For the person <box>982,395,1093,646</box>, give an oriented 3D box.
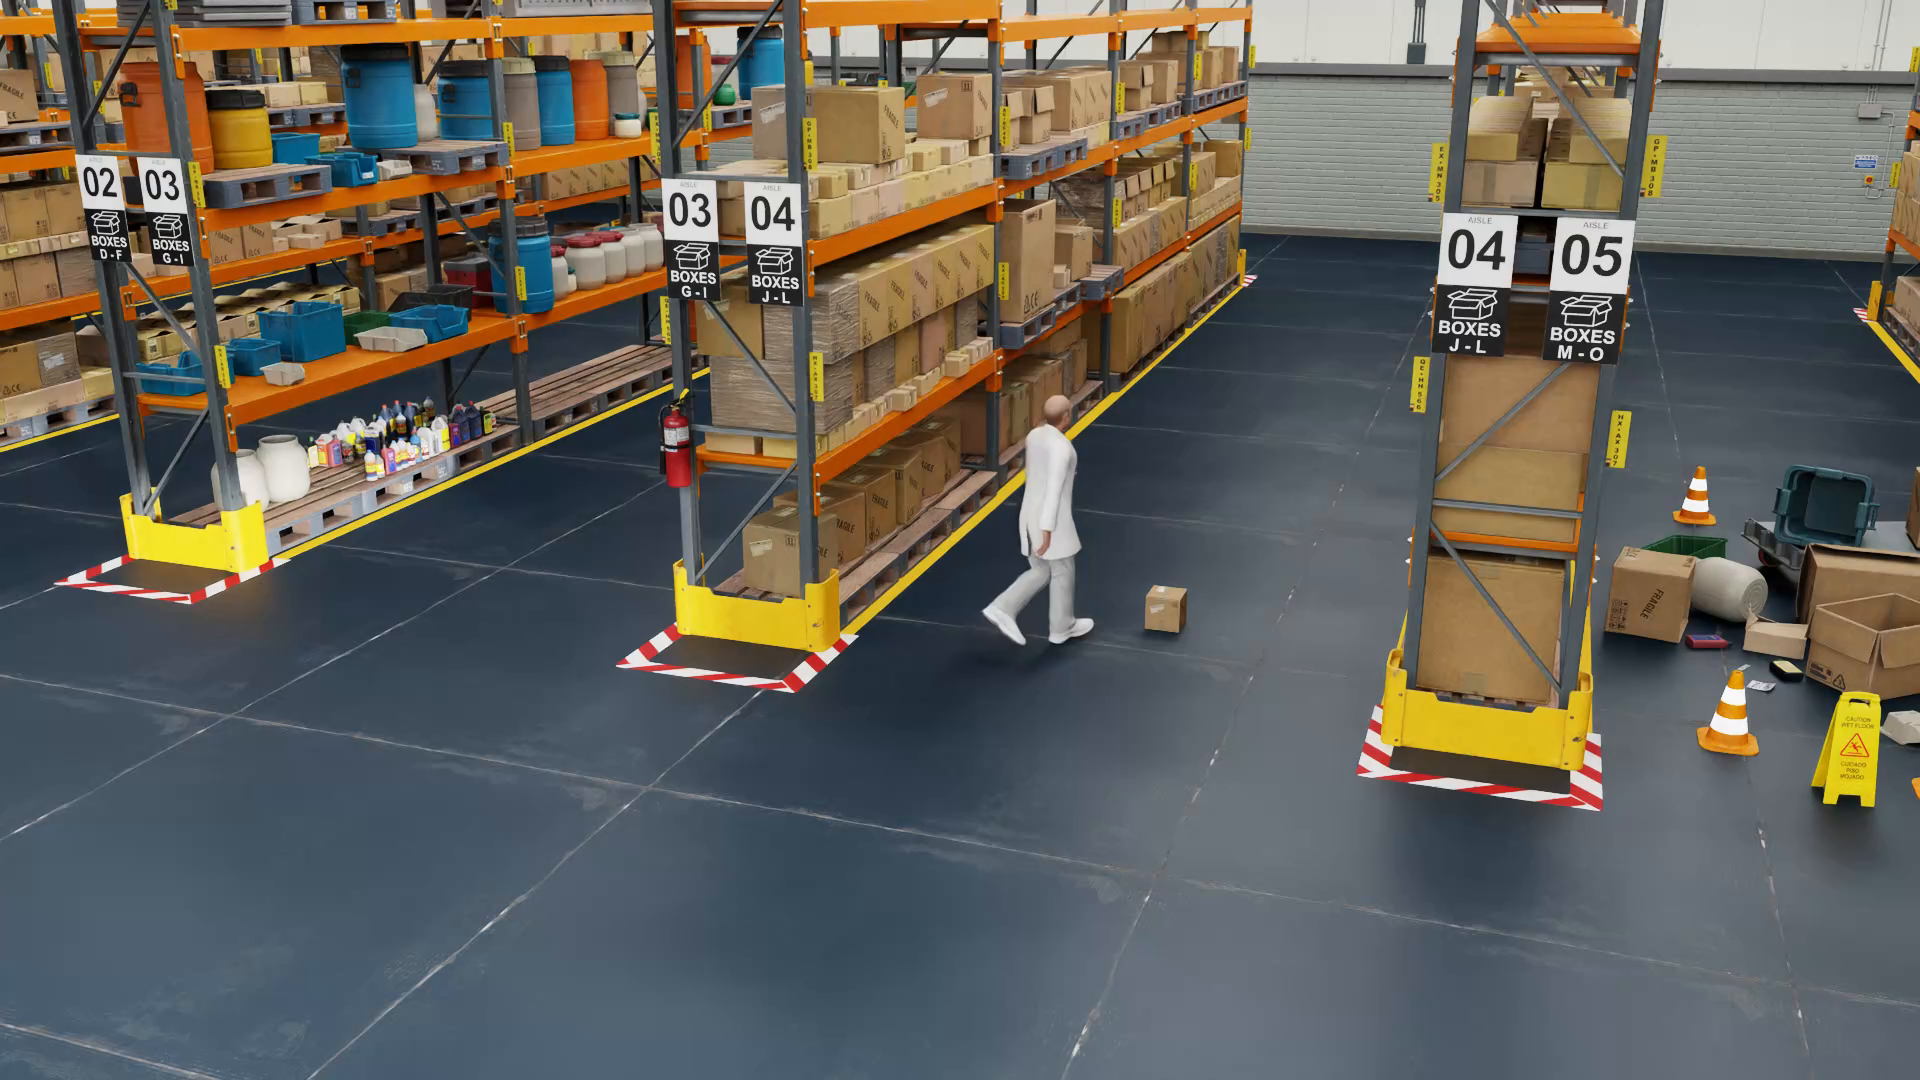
[{"bbox_3d":[0.532,-0.121,11.464,0.886,1.750,0.655,-9,21,-26],"label":"person"}]
